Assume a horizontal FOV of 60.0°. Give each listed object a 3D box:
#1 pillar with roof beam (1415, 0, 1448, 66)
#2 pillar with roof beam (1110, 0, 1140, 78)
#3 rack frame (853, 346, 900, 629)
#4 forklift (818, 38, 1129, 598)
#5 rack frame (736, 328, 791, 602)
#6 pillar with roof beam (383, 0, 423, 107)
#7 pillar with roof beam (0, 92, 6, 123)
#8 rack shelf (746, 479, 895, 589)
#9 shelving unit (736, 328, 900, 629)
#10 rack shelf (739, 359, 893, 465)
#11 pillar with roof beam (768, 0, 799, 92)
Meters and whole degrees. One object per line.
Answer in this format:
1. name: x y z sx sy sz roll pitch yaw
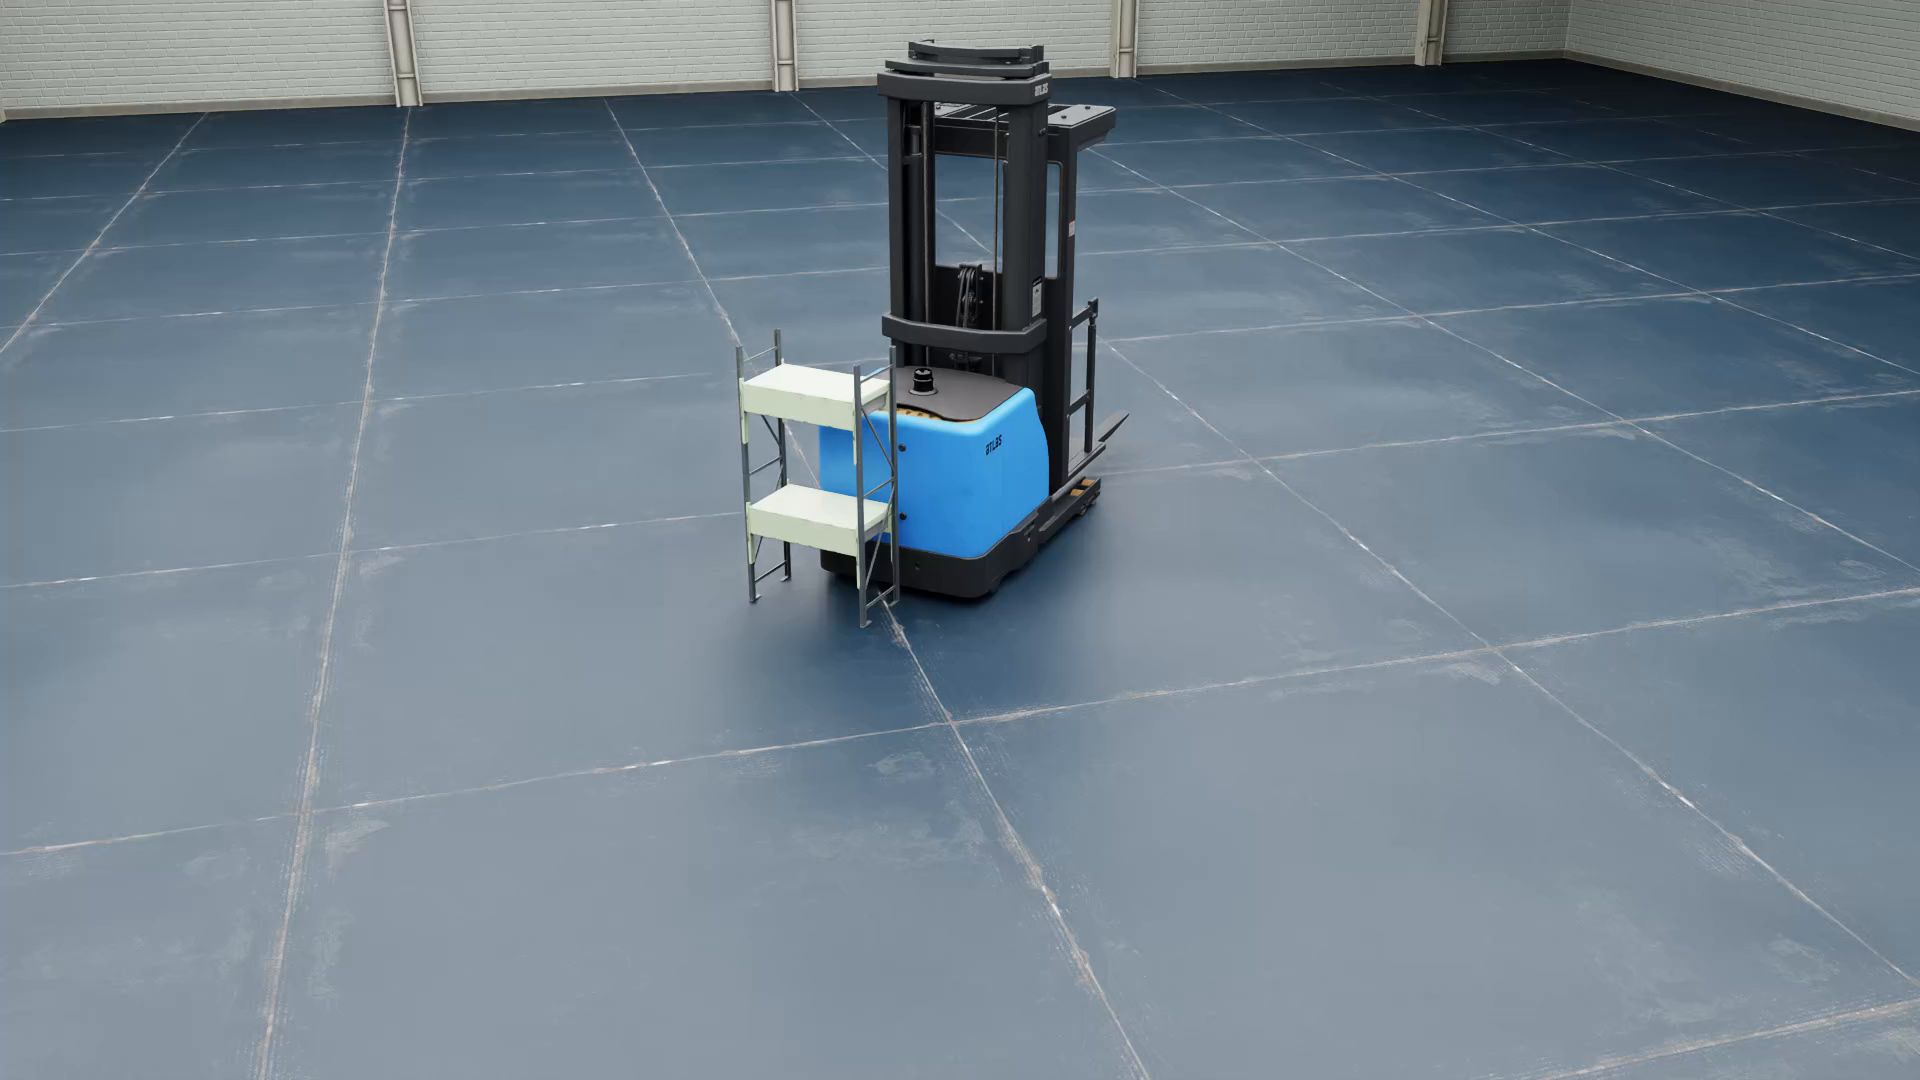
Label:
1. pillar with roof beam: 9.804 -11.294 25.159 0.400 9.000 9.100 -6 24 -14
2. pillar with roof beam: 4.027 -10.655 23.670 0.400 9.000 9.100 -6 24 -14
3. rack frame: -0.445 -0.274 8.987 0.023 1.500 0.400 12 26 25
4. forklift: 0.262 -1.570 10.192 1.130 2.935 3.031 10 25 23
5. rack frame: -1.092 -0.409 9.301 0.023 1.500 0.400 12 26 25
6. pillar with roof beam: -7.527 -9.377 20.691 0.400 9.000 9.100 -6 24 -14
7. pillar with roof beam: -13.304 -8.738 19.202 0.400 9.000 9.100 -6 24 -14
8. rack shelf: -0.768 -0.042 9.273 0.720 0.370 0.431 12 26 25
9. shelving unit: -0.768 -0.342 9.144 0.755 1.500 0.431 12 26 25
10. rack shelf: -0.768 -0.700 8.990 0.720 0.370 0.431 12 26 25
11. pillar with roof beam: -1.750 -10.016 22.180 0.400 9.000 9.100 -6 24 -14
